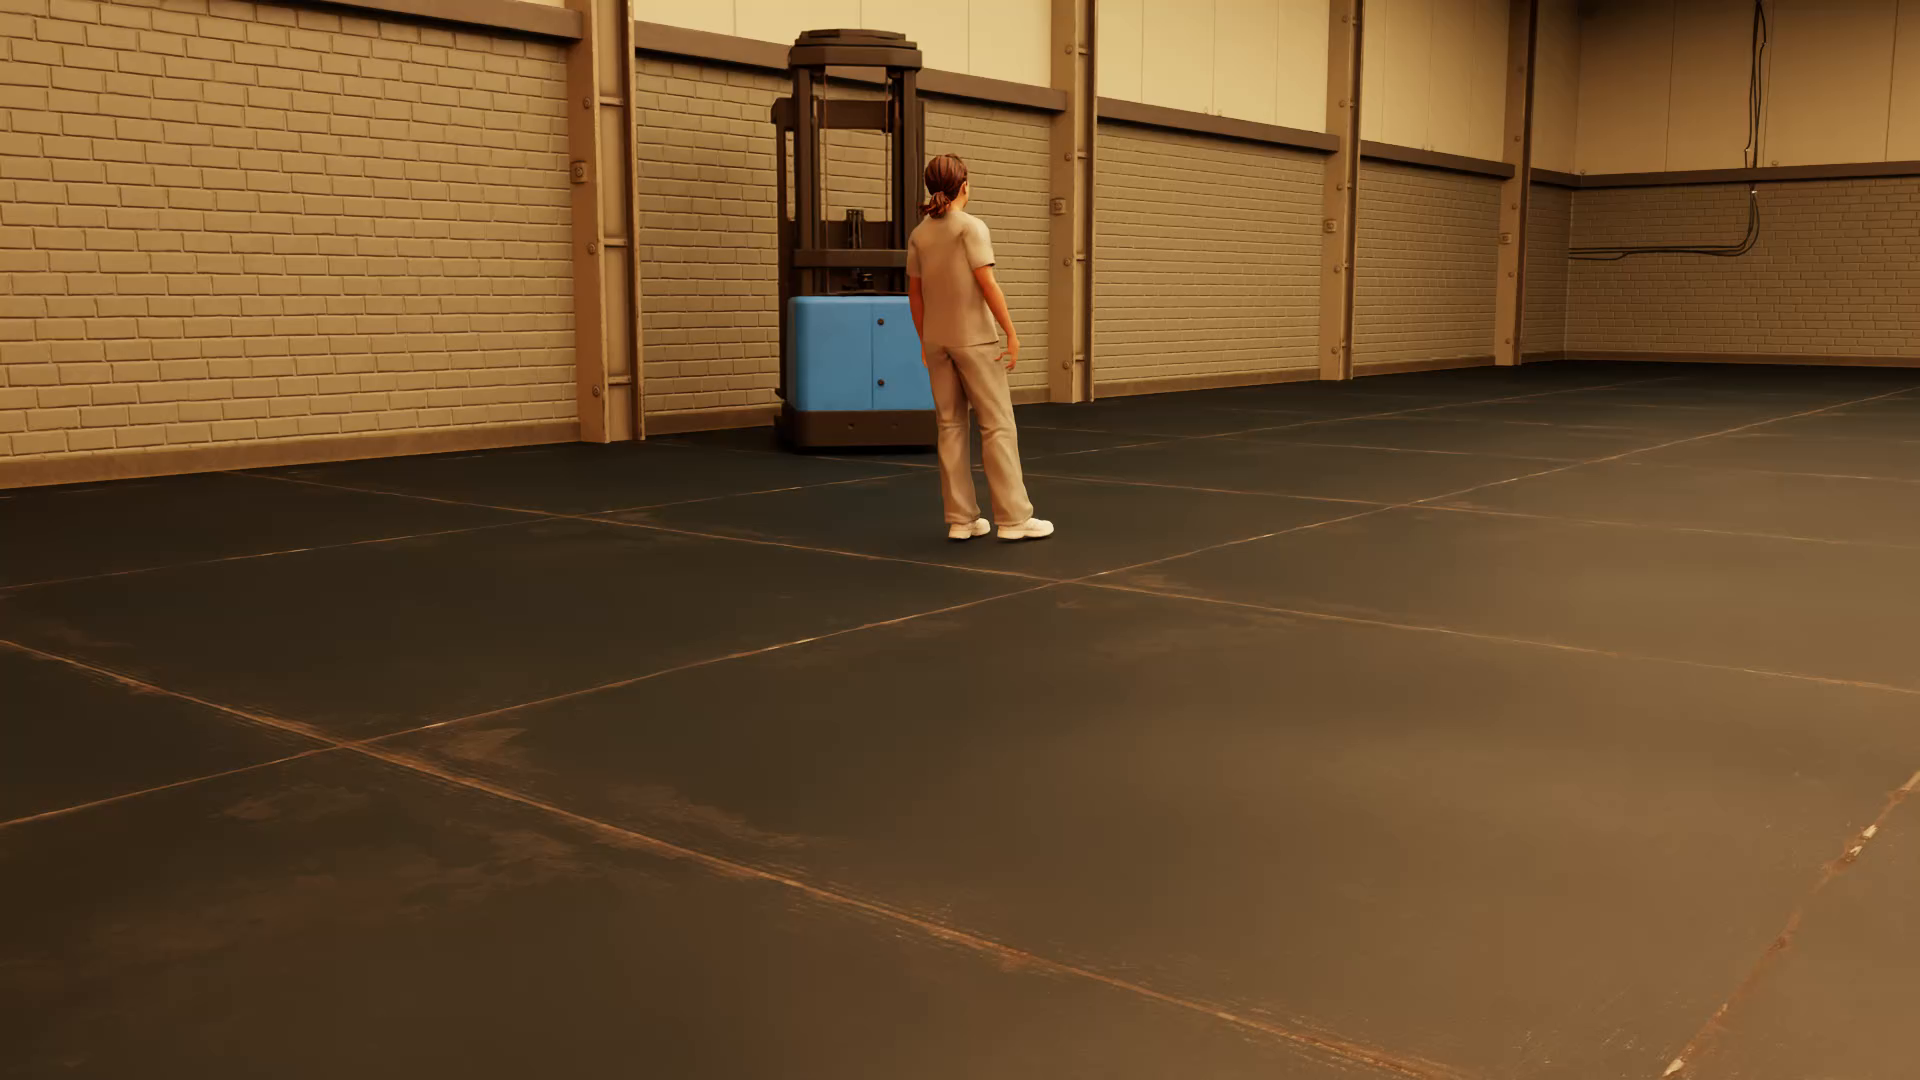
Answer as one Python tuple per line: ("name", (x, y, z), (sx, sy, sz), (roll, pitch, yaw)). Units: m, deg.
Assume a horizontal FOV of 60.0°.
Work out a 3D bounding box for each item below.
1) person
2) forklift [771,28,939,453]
("person", (0.057, -0.844, 7.331), (0.549, 1.676, 0.549), (7, 11, 38))
("forklift", (-0.837, -2.228, 12.509), (1.130, 2.935, 3.031), (-1, 8, -10))
